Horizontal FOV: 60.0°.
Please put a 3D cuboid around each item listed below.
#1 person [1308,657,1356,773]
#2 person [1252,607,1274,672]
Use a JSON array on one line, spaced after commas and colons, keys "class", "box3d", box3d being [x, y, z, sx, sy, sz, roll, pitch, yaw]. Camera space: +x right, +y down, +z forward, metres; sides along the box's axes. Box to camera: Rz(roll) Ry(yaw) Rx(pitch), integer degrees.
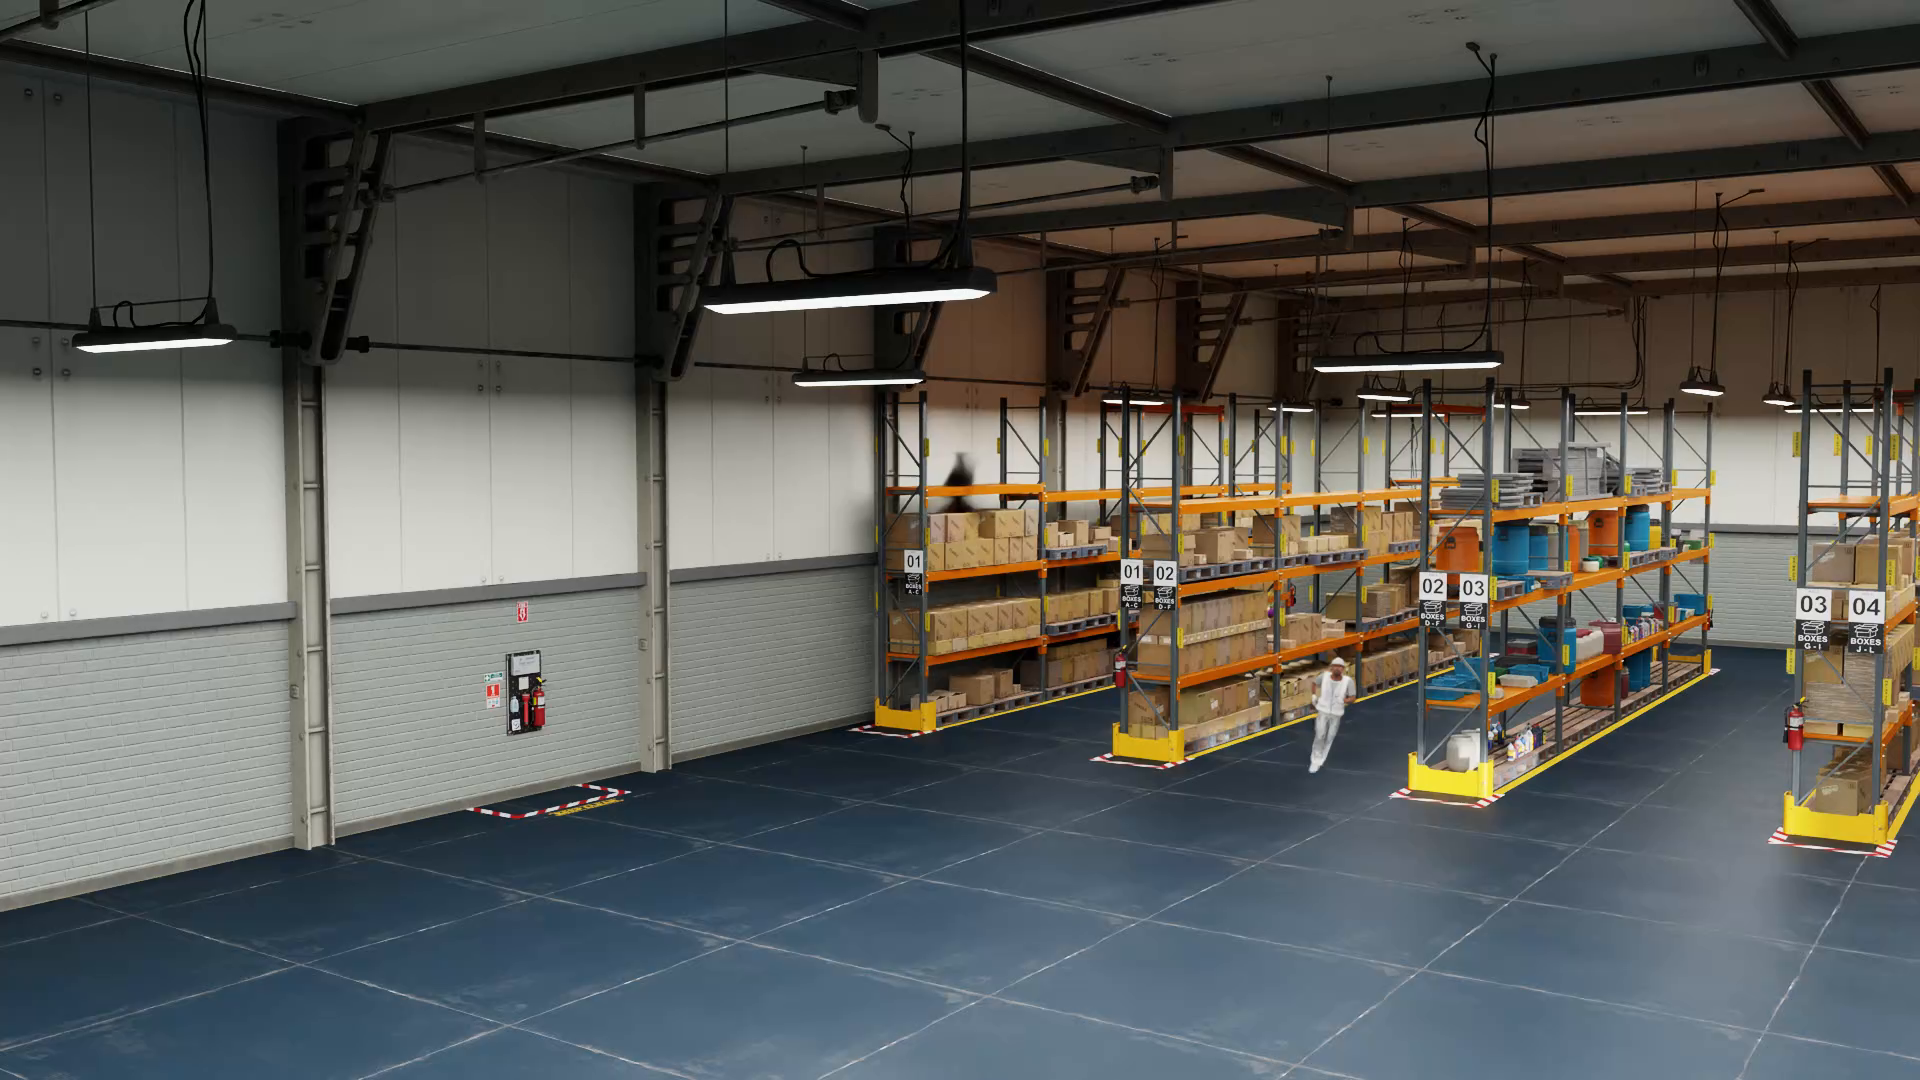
[{"class": "person", "box3d": [5.754, 2.708, 25.757, 0.710, 1.817, 0.694, 0, 3, 6]}, {"class": "person", "box3d": [6.667, 2.080, 36.927, 0.698, 1.744, 0.647, 2, 4, 29]}]
